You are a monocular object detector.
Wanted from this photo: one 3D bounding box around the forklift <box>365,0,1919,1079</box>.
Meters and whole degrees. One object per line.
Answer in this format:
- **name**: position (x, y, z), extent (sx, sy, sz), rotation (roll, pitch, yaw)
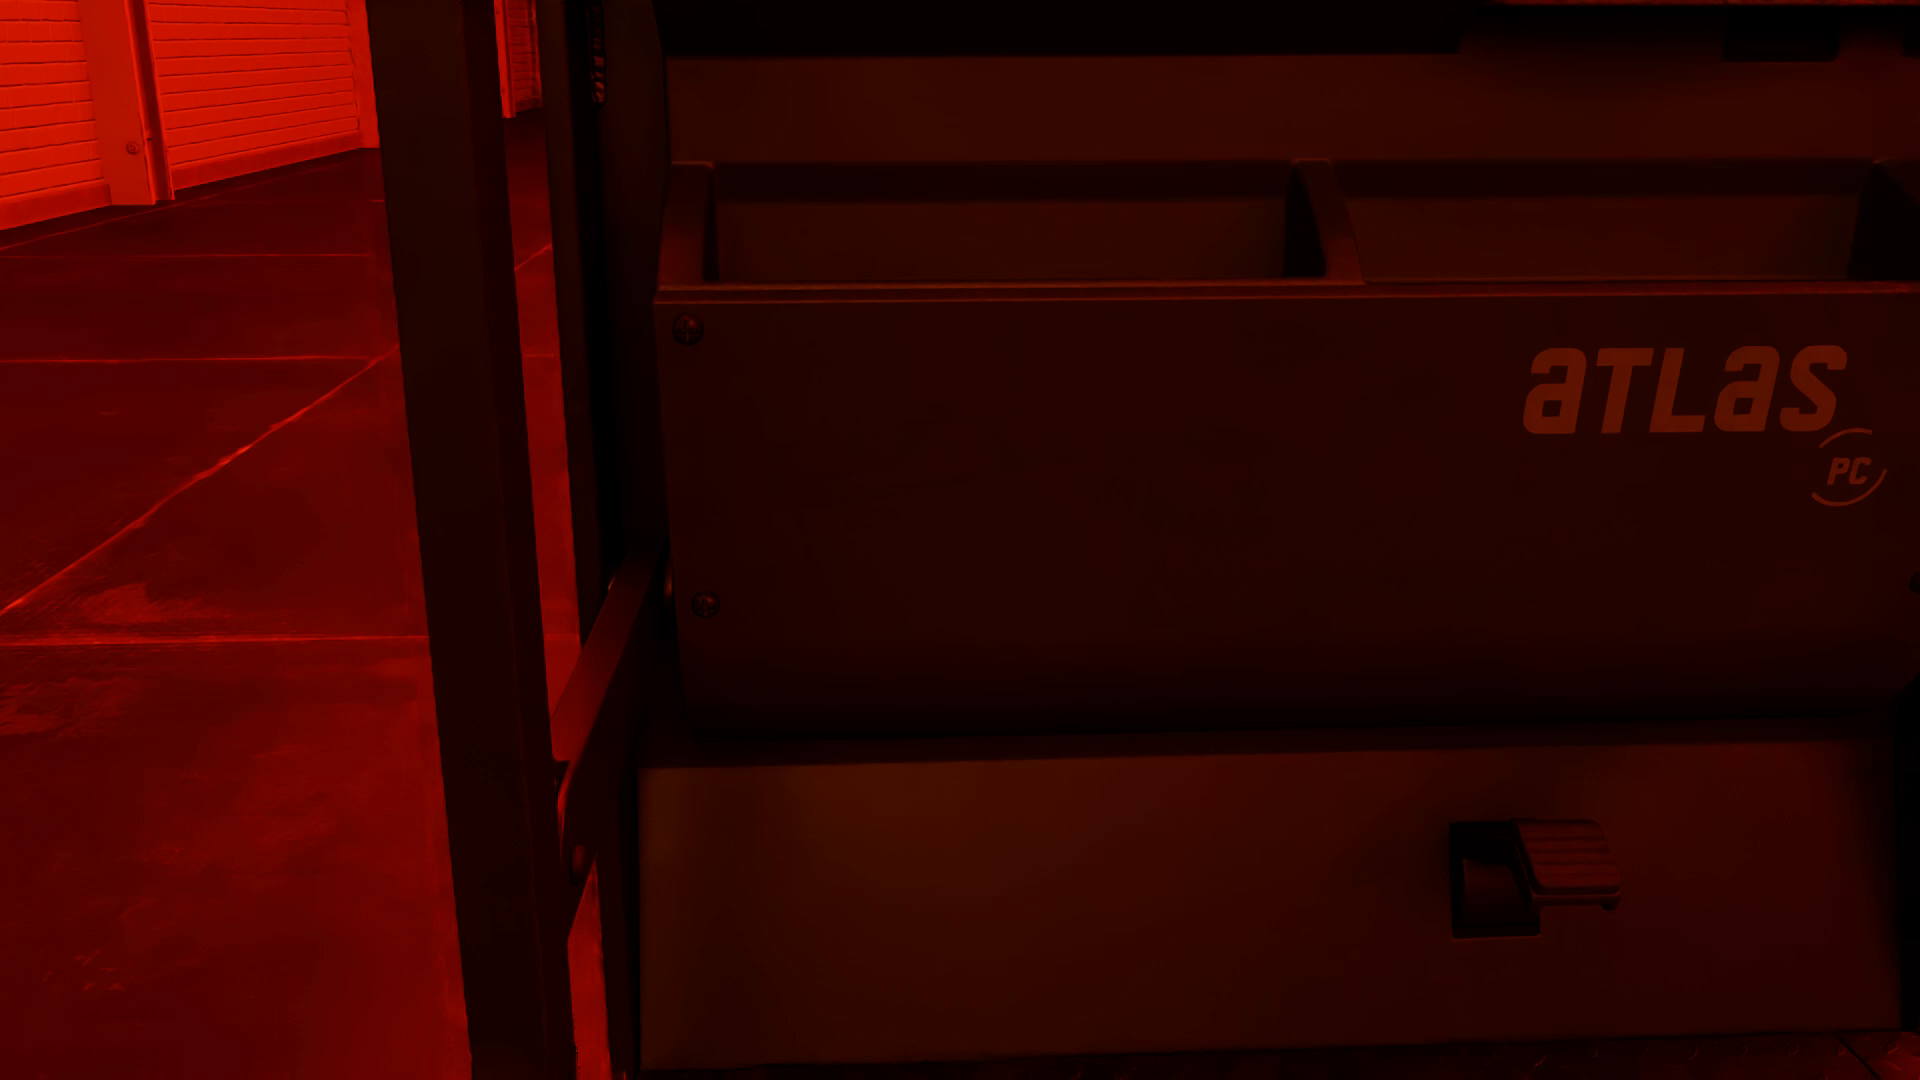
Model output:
- **forklift**: position (0.276, -0.586, 0.824), extent (1.130, 2.935, 3.031), rotation (-1, 17, -3)
